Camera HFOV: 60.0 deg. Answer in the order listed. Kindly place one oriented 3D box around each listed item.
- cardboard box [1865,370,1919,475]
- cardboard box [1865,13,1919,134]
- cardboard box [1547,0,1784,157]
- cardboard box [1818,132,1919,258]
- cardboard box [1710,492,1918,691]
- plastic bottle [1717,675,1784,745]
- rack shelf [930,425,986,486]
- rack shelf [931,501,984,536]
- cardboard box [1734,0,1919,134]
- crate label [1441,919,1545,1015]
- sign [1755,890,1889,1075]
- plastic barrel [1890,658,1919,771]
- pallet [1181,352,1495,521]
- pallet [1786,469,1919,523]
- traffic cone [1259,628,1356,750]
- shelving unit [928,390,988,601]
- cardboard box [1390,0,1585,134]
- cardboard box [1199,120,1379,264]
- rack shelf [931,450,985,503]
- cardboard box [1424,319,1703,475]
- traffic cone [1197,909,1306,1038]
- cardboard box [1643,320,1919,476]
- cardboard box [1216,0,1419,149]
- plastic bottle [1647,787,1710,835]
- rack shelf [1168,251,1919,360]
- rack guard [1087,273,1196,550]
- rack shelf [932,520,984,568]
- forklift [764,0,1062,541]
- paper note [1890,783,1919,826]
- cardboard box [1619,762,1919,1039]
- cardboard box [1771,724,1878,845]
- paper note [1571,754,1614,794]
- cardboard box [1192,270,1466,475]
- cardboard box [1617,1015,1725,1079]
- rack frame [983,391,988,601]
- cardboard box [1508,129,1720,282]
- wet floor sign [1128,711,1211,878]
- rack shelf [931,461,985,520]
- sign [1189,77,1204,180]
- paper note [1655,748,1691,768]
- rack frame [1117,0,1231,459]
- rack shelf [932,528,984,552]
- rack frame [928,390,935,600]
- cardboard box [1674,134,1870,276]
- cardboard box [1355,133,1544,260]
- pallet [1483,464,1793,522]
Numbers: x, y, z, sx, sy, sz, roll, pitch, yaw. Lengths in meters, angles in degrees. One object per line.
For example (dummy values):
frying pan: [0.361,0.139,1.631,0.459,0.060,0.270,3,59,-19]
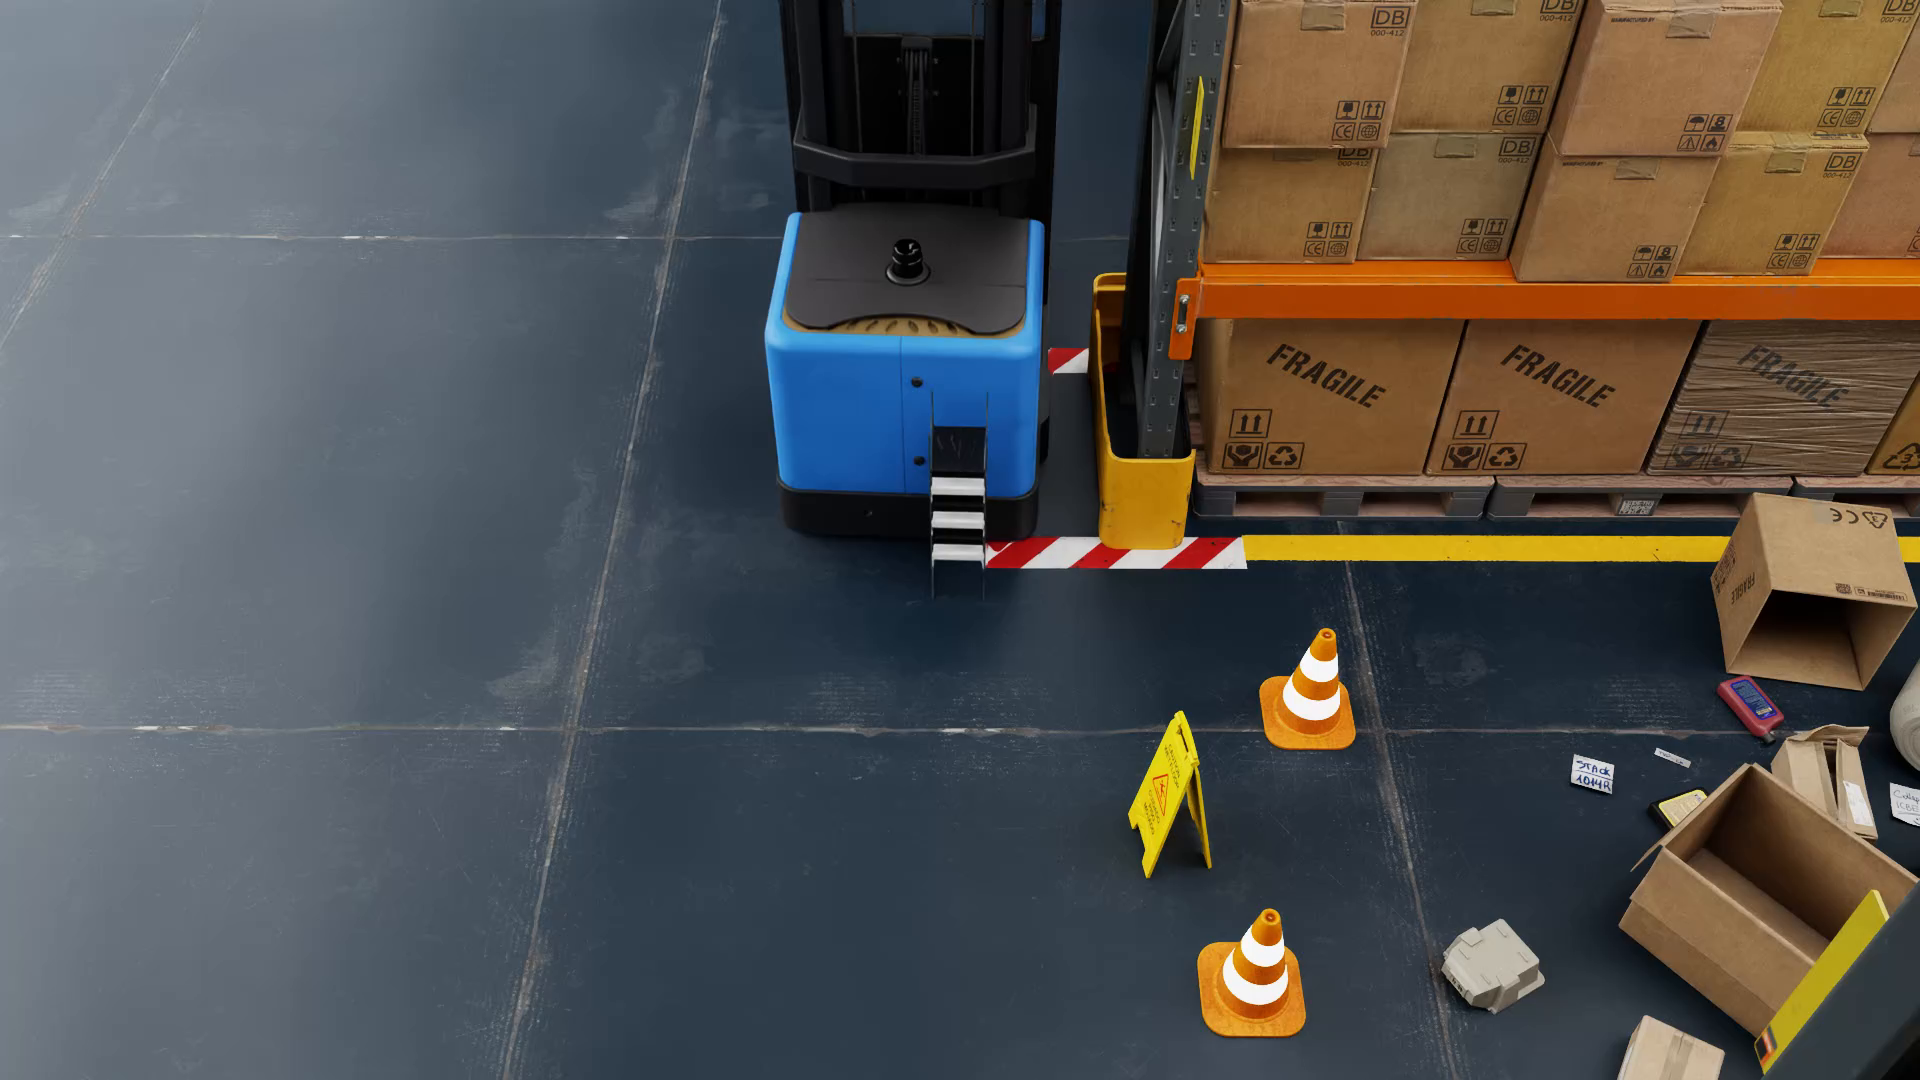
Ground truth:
cardboard box: [4.143,-0.874,6.759,0.875,0.875,0.875,1,47,1]
cardboard box: [3.313,-1.865,5.677,0.550,0.550,0.875,0,47,0]
cardboard box: [2.253,-1.767,5.586,0.550,0.550,0.875,0,47,0]
cardboard box: [3.313,-1.517,6.092,0.550,0.550,0.875,0,47,0]
cardboard box: [3.216,0.196,6.305,0.500,0.500,0.500,8,48,7]
plastic bottle: [2.966,0.636,6.197,0.133,0.061,0.283,-15,49,-13]
rack shelf: [-0.004,-0.316,6.187,0.200,0.077,0.258,1,47,1]
rack shelf: [-0.004,-0.132,6.384,0.200,0.077,0.258,1,47,1]
cardboard box: [2.783,-1.861,5.673,0.500,0.550,0.875,0,47,0]
crate label: [1.740,1.387,5.446,0.298,0.136,0.250,-23,51,-20]
sign: [0.877,0.481,1.679,0.005,0.325,0.100,0,47,0]
plastic barrel: [3.632,0.596,5.987,0.421,0.421,0.512,32,55,26]
pallet: [1.572,-0.517,7.168,1.213,0.211,1.003,0,47,0]
pallet: [4.012,-0.511,7.162,1.213,0.211,1.003,0,47,0]
traffic cone: [1.298,0.493,6.056,0.334,0.463,0.336,0,47,0]
shelving unit: [-0.004,-0.155,6.360,0.210,0.900,0.258,1,47,1]
cardboard box: [1.693,-1.868,5.680,0.550,0.550,0.875,0,47,0]
cardboard box: [1.143,-1.496,6.071,0.550,0.550,0.875,0,47,0]
rack shelf: [-0.004,-0.255,6.253,0.200,0.077,0.258,1,47,1]
cardboard box: [2.330,-0.877,6.763,0.875,0.875,0.875,-1,47,0]
traffic cone: [0.954,1.319,5.287,0.334,0.463,0.336,0,47,0]
cardboard box: [3.242,-0.873,6.759,0.875,0.875,0.875,0,47,0]
cardboard box: [1.143,-1.802,5.619,0.550,0.550,0.875,0,47,0]
plastic bottle: [2.599,0.956,5.899,0.283,0.061,0.133,-15,49,-13]
rack shelf: [2.772,-1.162,6.354,4.000,0.370,1.077,0,47,0]
rack guard: [0.748,-0.561,7.011,0.348,0.500,1.175,0,47,0]
rack shelf: [-0.004,-0.010,6.516,0.200,0.077,0.258,1,47,1]
forklift: [-0.138,-2.068,6.753,1.130,2.935,3.031,2,47,2]
paper note: [3.407,0.948,5.932,0.155,0.023,0.172,15,49,14]
cardboard box: [2.621,1.213,5.358,0.637,0.503,0.797,-31,54,-26]
cardboard box: [3.046,0.873,5.836,0.258,0.266,0.396,8,48,7]
paper note: [2.292,0.847,6.023,0.142,0.017,0.144,15,49,14]
cardboard box: [1.450,-0.878,6.764,0.875,0.875,0.875,0,47,0]
cardboard box: [2.172,1.707,5.140,0.250,0.149,0.380,23,51,20]
rack frame: [0.097,-0.153,6.358,0.006,0.900,0.240,1,47,1]
cardboard box: [2.253,-1.417,5.998,0.550,0.550,0.875,0,47,0]
wet floor sign: [0.736,0.839,5.609,0.232,0.644,0.267,-7,47,-7]
rack shelf: [-0.004,-0.193,6.319,0.200,0.077,0.258,1,47,1]
sign: [0.764,-1.328,5.372,0.005,0.325,0.100,0,47,0]
paper note: [2.607,0.797,6.082,0.123,0.001,0.032,23,51,20]
rack frame: [0.772,-1.412,6.096,0.127,3.000,1.000,0,47,0]
rack shelf: [-0.004,-0.071,6.450,0.200,0.077,0.258,1,47,1]
rack frame: [-0.106,-0.157,6.362,0.006,0.900,0.240,1,47,1]
cardboard box: [2.783,-1.446,6.025,0.500,0.550,0.875,0,47,0]
cardboard box: [1.693,-1.510,6.085,0.550,0.550,0.875,0,47,0]
pallet: [2.789,-0.512,7.163,1.213,0.211,1.003,0,47,0]
